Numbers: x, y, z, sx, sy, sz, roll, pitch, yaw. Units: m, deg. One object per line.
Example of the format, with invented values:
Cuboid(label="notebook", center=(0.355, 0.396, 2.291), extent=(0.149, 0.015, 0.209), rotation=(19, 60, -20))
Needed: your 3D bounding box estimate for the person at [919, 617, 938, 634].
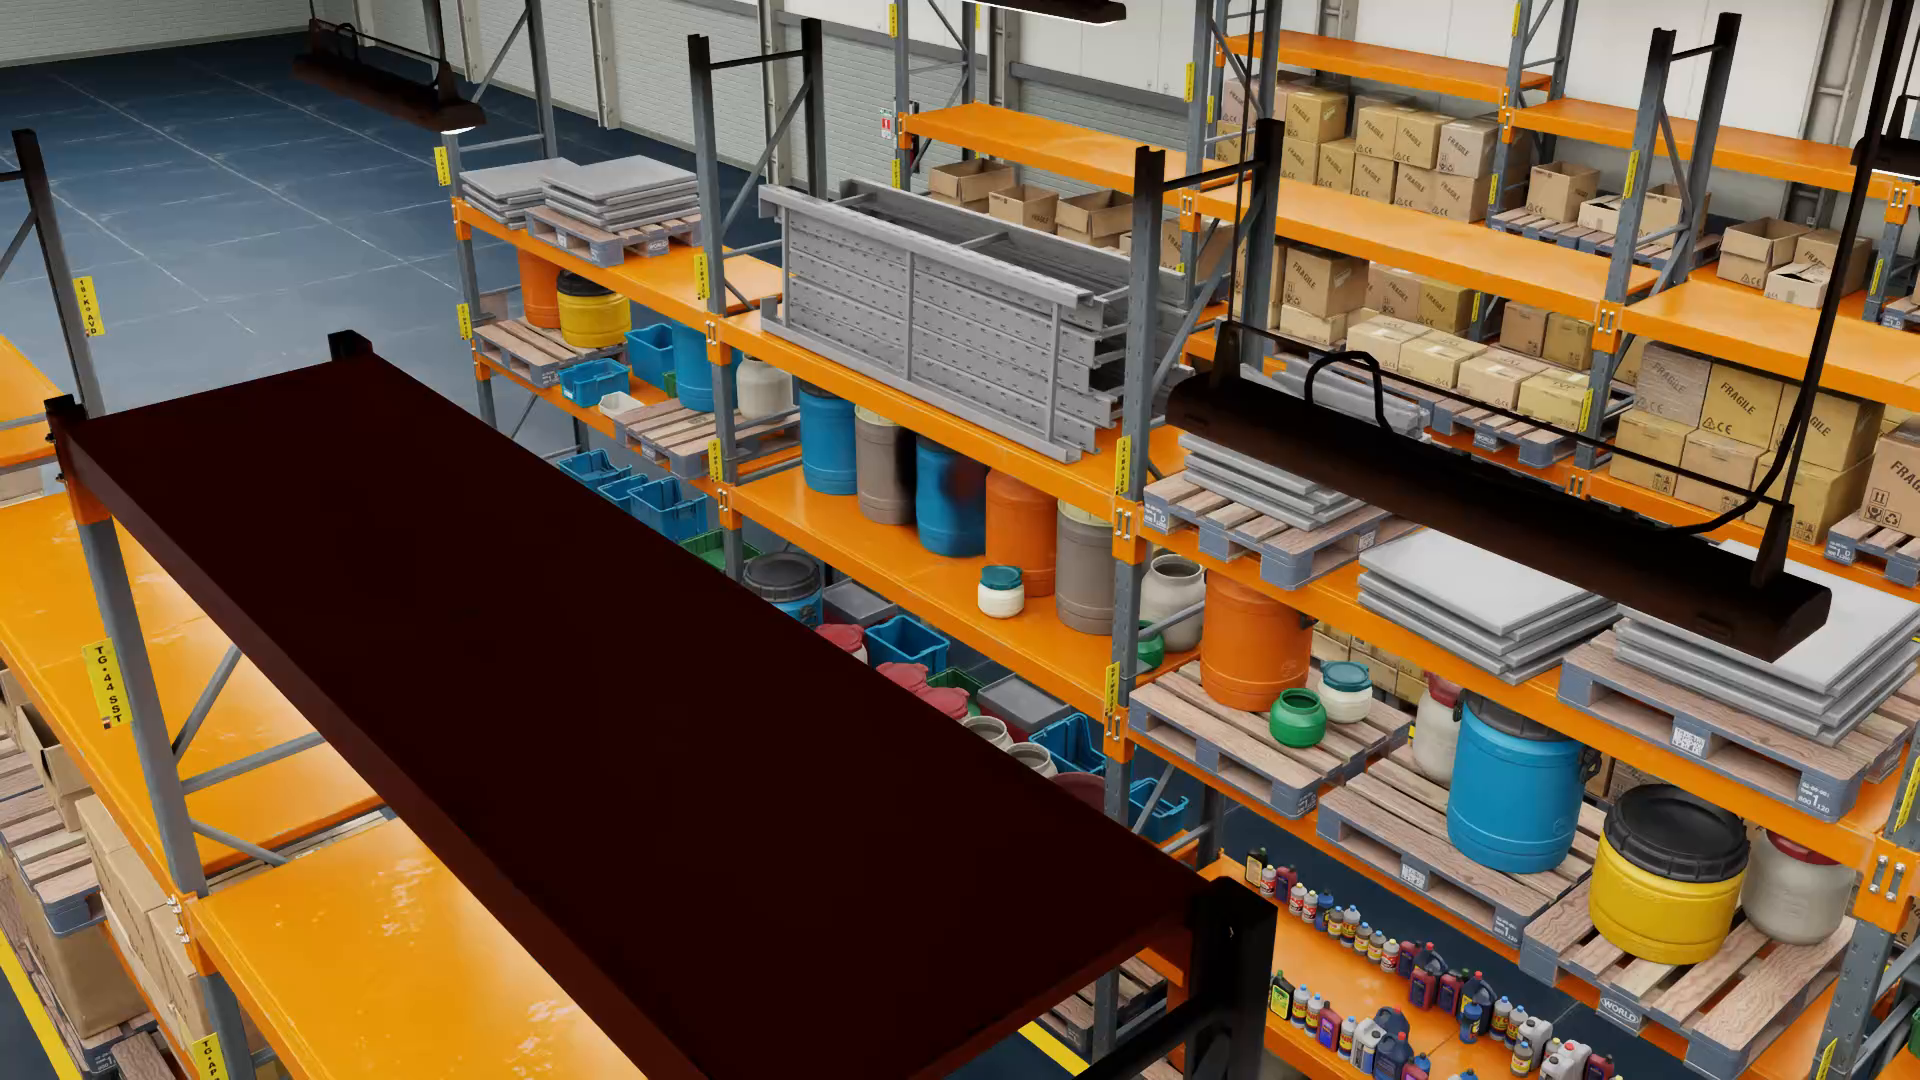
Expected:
Cuboid(label="person", center=(-0.224, 0.327, 15.086), extent=(0.465, 1.751, 0.541), rotation=(-8, 28, -16))
